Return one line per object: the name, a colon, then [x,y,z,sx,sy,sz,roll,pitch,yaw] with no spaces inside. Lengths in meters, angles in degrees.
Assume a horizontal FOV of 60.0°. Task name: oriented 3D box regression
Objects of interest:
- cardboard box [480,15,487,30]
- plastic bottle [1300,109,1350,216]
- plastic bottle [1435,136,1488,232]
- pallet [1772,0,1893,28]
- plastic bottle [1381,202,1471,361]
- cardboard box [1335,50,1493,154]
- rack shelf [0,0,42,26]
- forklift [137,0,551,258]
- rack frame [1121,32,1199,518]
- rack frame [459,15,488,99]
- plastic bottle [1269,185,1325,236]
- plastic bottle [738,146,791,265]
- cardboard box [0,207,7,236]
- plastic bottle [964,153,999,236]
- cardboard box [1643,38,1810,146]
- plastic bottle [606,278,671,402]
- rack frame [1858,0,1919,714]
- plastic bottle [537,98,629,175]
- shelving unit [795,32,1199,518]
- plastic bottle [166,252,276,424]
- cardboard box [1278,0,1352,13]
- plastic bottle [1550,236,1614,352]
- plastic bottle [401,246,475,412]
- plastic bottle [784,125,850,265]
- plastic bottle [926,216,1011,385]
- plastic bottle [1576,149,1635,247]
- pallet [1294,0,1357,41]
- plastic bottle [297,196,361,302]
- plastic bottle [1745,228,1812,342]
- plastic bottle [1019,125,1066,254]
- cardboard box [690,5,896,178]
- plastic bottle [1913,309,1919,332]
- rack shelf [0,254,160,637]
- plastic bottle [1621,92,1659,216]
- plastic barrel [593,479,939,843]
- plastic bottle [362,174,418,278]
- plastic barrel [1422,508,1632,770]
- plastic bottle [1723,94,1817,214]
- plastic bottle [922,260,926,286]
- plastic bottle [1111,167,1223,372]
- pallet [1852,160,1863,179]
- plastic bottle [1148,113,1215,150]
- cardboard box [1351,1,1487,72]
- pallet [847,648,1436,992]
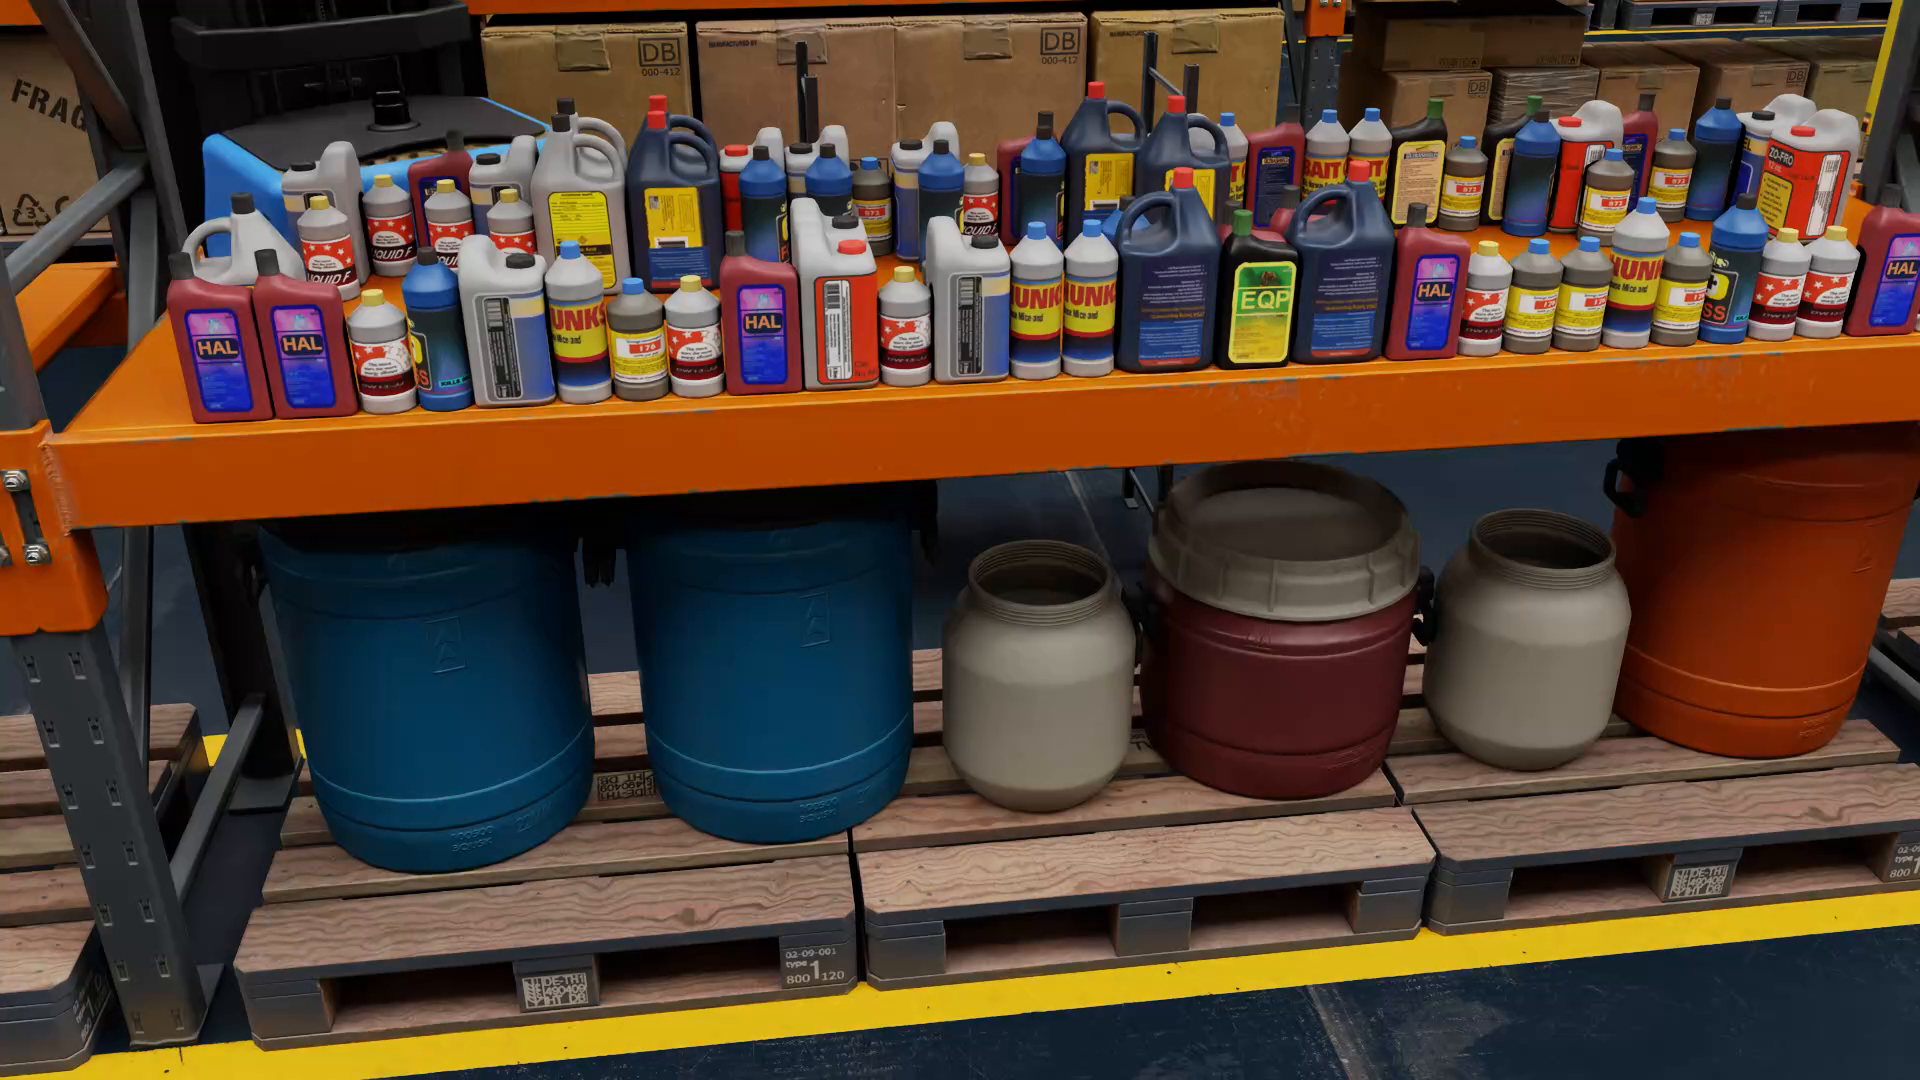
cardboard box: [-3.535,-3.805,12.042,0.250,0.149,0.380,-3,27,-6]
plastic bottle: [0.810,-0.818,3.699,0.097,0.271,0.097,0,27,0]
plastic bottle: [1.135,-0.808,3.756,0.097,0.201,0.097,0,27,0]
pallet: [6.972,-4.404,13.602,1.213,0.211,1.003,-4,27,-7]
plastic bottle: [0.844,-0.467,3.003,0.133,0.283,0.061,-4,27,-7]
cardboard box: [2.288,-2.185,8.478,0.500,0.500,0.700,-5,28,-10]
rack shelf: [-4.314,-2.348,7.328,4.000,0.370,1.077,-4,27,-7]
forklift: [-2.549,-2.091,6.114,1.130,2.935,3.031,-19,33,-33]
rack frame: [0.588,-0.705,4.981,0.032,1.500,0.500,-4,27,-7]
rack frame: [-2.334,-2.795,7.412,0.127,3.000,1.000,-4,27,-7]
plastic bottle: [0.641,-0.521,3.107,0.133,0.283,0.061,-4,27,-7]
plastic bottle: [-0.402,-0.670,3.411,0.097,0.271,0.097,0,27,0]
cardboard box: [-4.771,-1.917,7.568,0.875,0.875,0.875,-4,27,-7]
plastic bottle: [0.037,-0.737,3.619,0.097,0.201,0.097,0,27,0]
cardboard box: [3.948,-2.301,8.704,0.500,0.500,0.700,-6,28,-12]
plastic bottle: [-0.555,-0.349,2.863,0.097,0.201,0.097,0,27,0]
rack frame: [2.317,-0.810,3.544,0.127,3.000,1.000,-4,27,-7]
plastic bottle: [-0.779,-0.740,3.461,0.185,0.351,0.144,-4,27,-7]
shelving unit: [0.084,-0.673,4.918,1.048,1.500,0.538,-4,27,-7]
plastic bottle: [-1.221,-0.335,2.744,0.133,0.283,0.061,-4,27,-7]
cardboard box: [2.517,-4.539,12.815,0.750,0.750,1.050,-3,27,-6]
plastic bottle: [1.149,-0.459,3.076,0.097,0.201,0.097,0,27,0]
plastic bottle: [-0.881,-0.360,2.806,0.097,0.271,0.097,0,27,0]
plastic bottle: [-0.304,-0.736,3.534,0.135,0.276,0.152,-4,27,-7]
plastic bottle: [0.014,-0.432,2.941,0.135,0.276,0.152,-4,27,-7]
plastic bottle: [1.421,-0.756,3.655,0.097,0.201,0.097,0,27,0]
pallet: [3.033,-4.150,13.106,1.213,0.211,1.003,-4,27,-7]
plastic bottle: [-1.263,-0.584,3.319,0.097,0.201,0.097,0,27,0]
plastic bottle: [1.534,-0.484,3.124,0.097,0.201,0.097,0,27,0]
plastic bottle: [0.177,-0.749,3.566,0.097,0.271,0.097,0,27,0]
cardboard box: [-0.818,-2.144,8.009,0.875,0.875,1.225,-5,28,-9]
plastic bottle: [1.859,-0.504,3.165,0.097,0.201,0.097,0,27,0]
rack shelf: [-3.624,-0.109,2.964,4.000,0.370,1.077,-4,27,-7]
plastic bottle: [1.512,-0.877,3.801,0.133,0.283,0.061,-4,27,-7]
plastic barrel: [-0.402,0.119,3.571,0.708,0.901,0.600,-4,27,-7]
plastic bottle: [-1.188,-0.659,3.465,0.097,0.201,0.097,0,27,0]
plastic barrel: [1.288,0.225,3.791,0.421,0.512,0.421,0,27,0]
plastic bottle: [1.844,-0.874,3.803,0.135,0.276,0.152,-4,27,-7]
plastic bottle: [-0.022,-0.454,3.066,0.097,0.201,0.097,0,27,0]
plastic bottle: [0.366,-0.486,2.965,0.185,0.351,0.144,-4,27,-7]
pallet: [4.817,-2.013,8.942,1.213,0.211,1.003,-4,27,-7]
plastic bottle: [0.470,-0.786,3.631,0.135,0.276,0.152,-4,27,-7]
cardboard box: [2.286,-2.523,8.316,0.500,0.250,0.500,-3,27,-5]
pallet: [0.337,0.575,3.898,1.213,0.211,1.003,-4,27,-7]
